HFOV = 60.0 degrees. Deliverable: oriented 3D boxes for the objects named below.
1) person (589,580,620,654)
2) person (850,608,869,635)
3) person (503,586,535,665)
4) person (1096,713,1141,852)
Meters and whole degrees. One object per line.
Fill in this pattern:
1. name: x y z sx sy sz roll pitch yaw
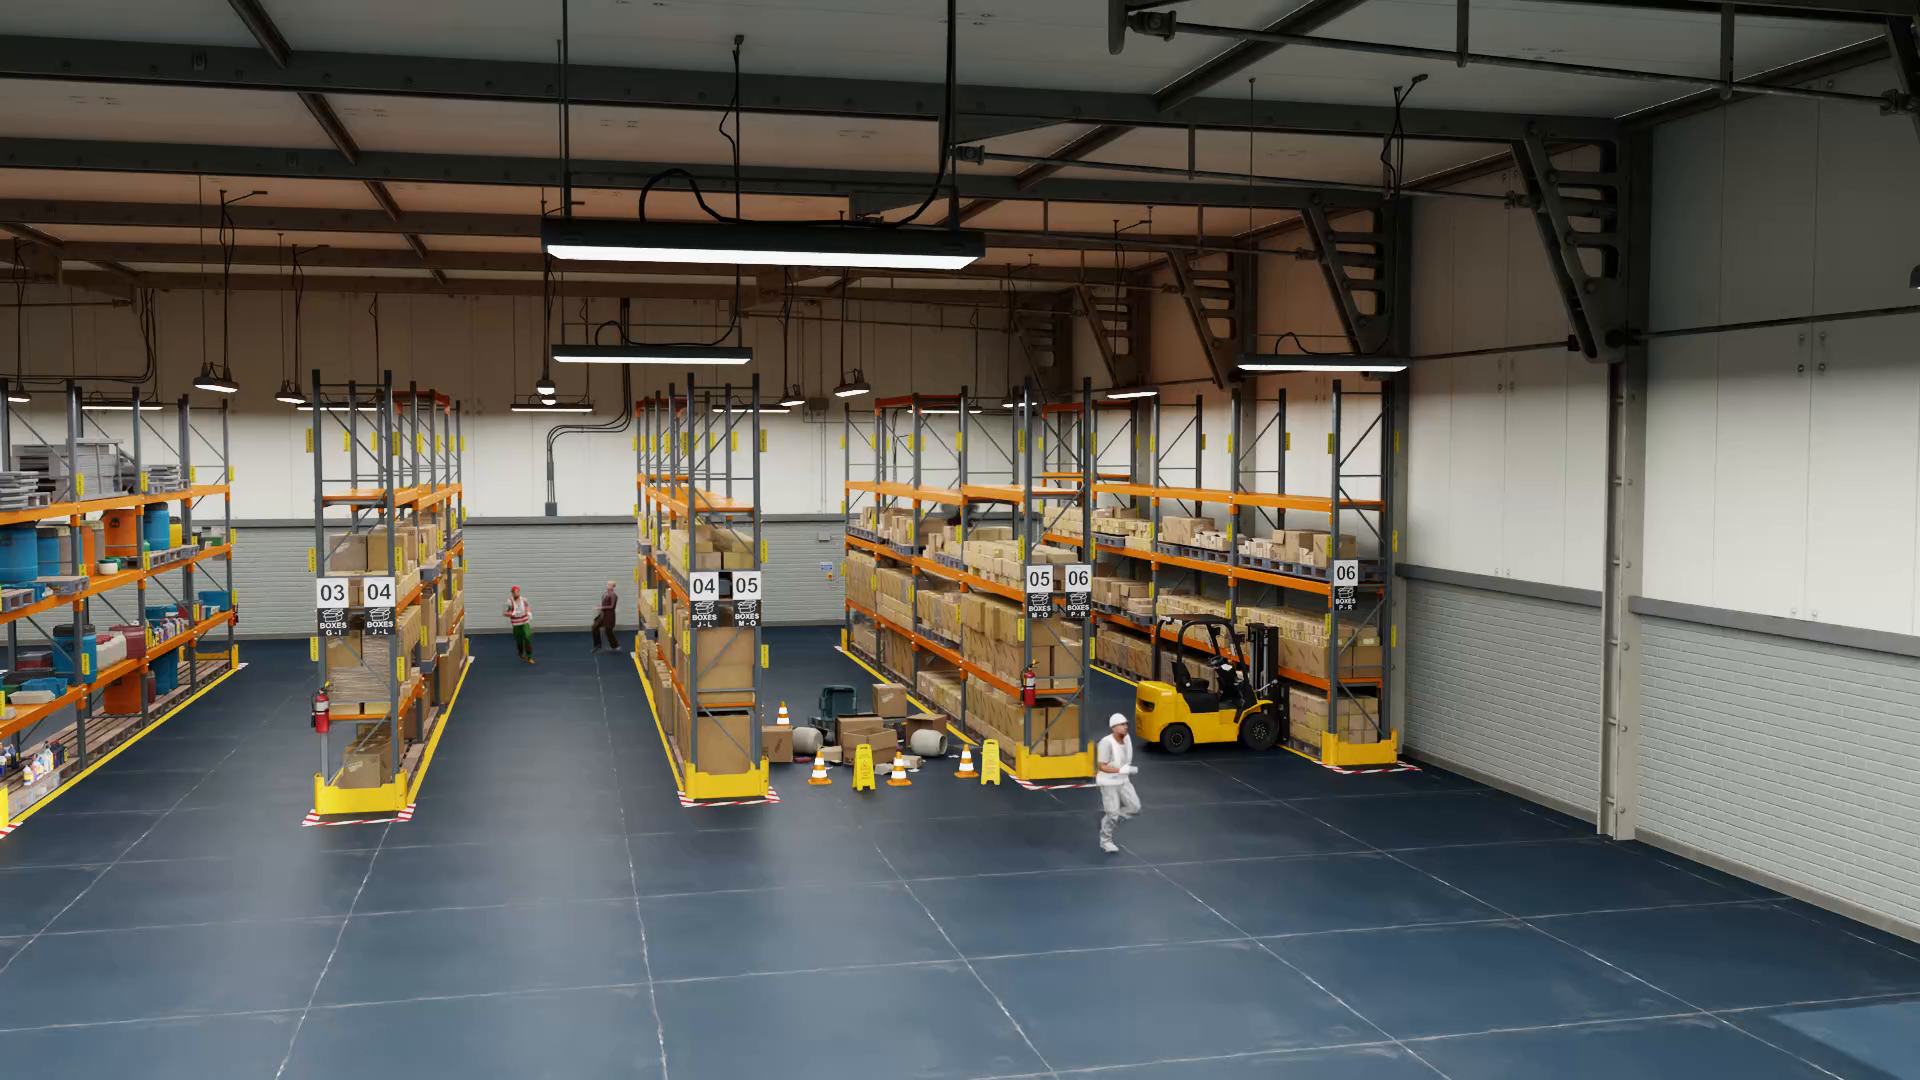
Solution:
1. person: -8.364 1.838 39.549 0.772 1.758 0.689 -3 5 -43
2. person: -2.545 1.684 41.777 0.995 1.725 0.672 1 3 17
3. person: -10.089 1.925 37.921 0.670 1.765 0.960 -2 4 -26
4. person: 1.952 2.962 20.238 0.659 1.724 0.730 3 5 44
